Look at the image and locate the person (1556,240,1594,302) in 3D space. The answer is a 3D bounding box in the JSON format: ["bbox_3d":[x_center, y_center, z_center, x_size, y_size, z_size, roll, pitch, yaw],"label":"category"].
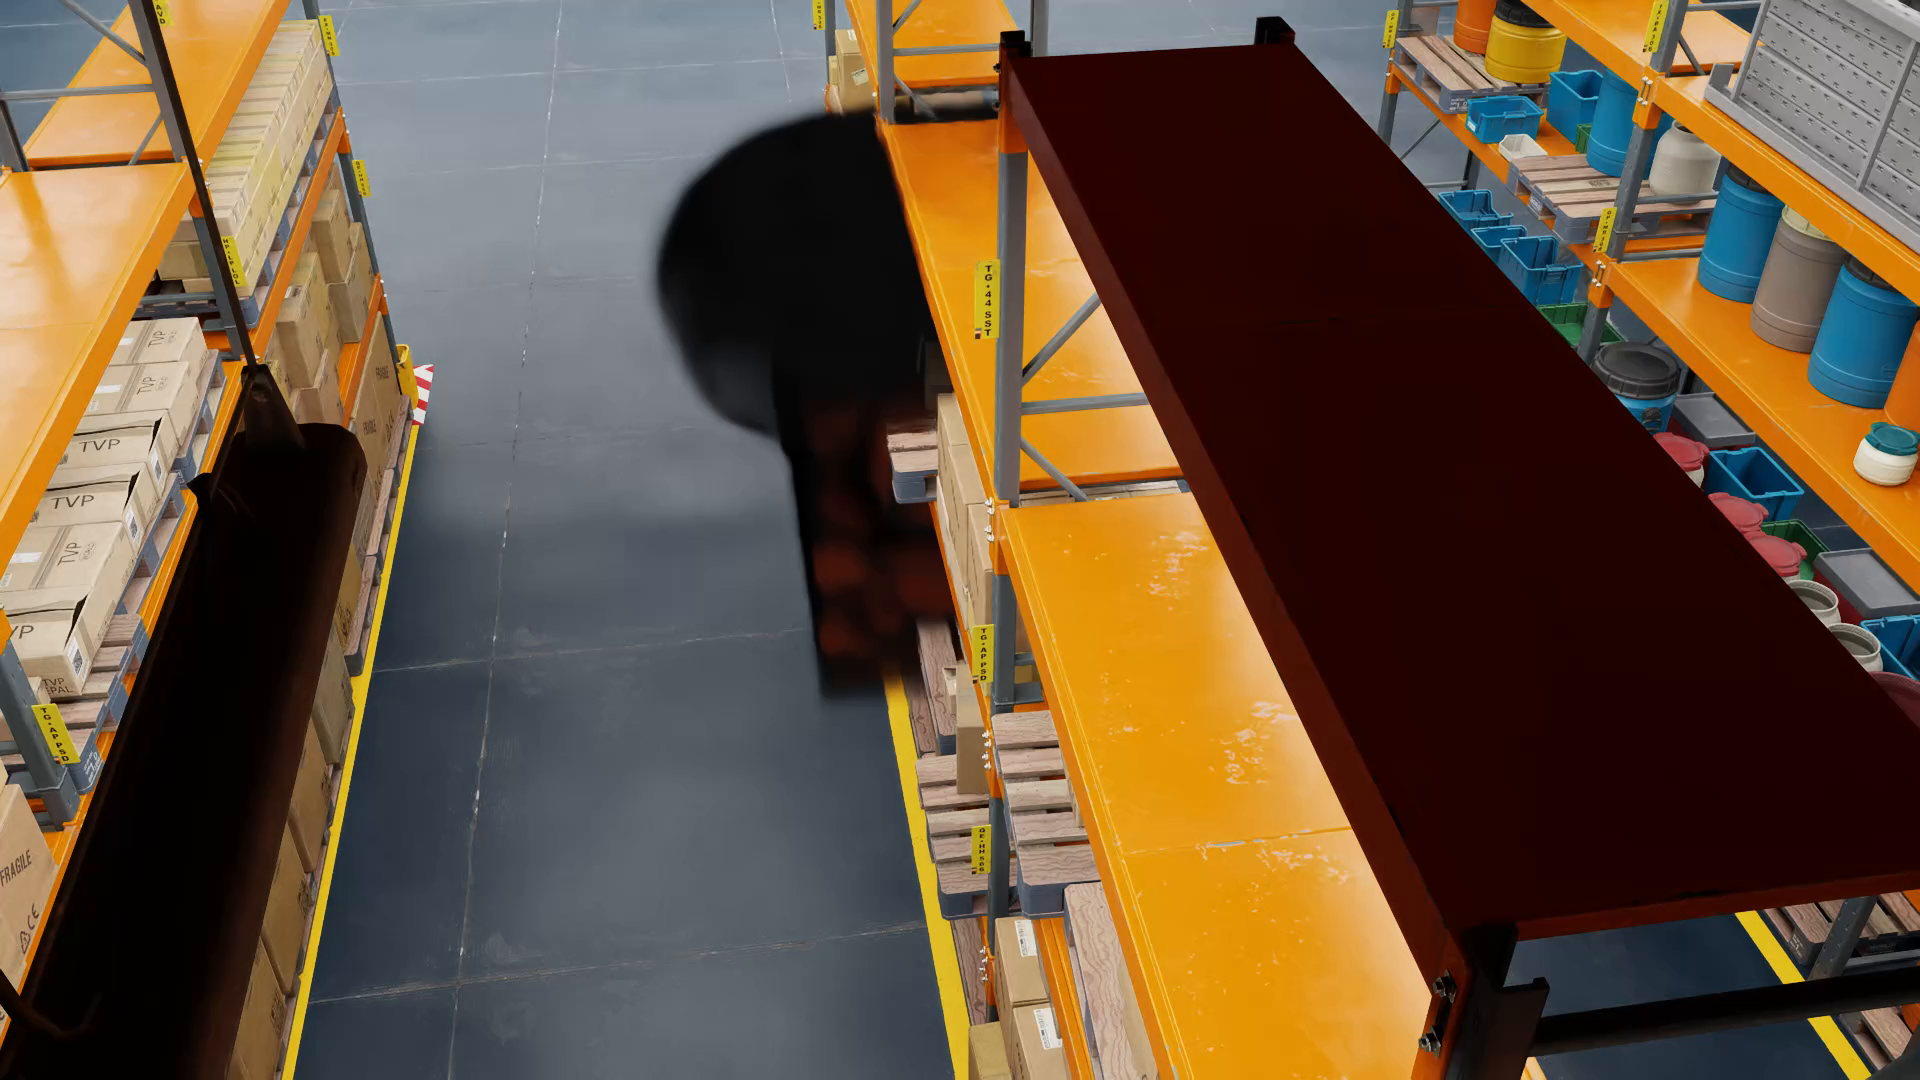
[{"bbox_3d":[5.783,-2.795,15.487,0.556,1.679,0.848,-25,43,-30],"label":"person"}]
